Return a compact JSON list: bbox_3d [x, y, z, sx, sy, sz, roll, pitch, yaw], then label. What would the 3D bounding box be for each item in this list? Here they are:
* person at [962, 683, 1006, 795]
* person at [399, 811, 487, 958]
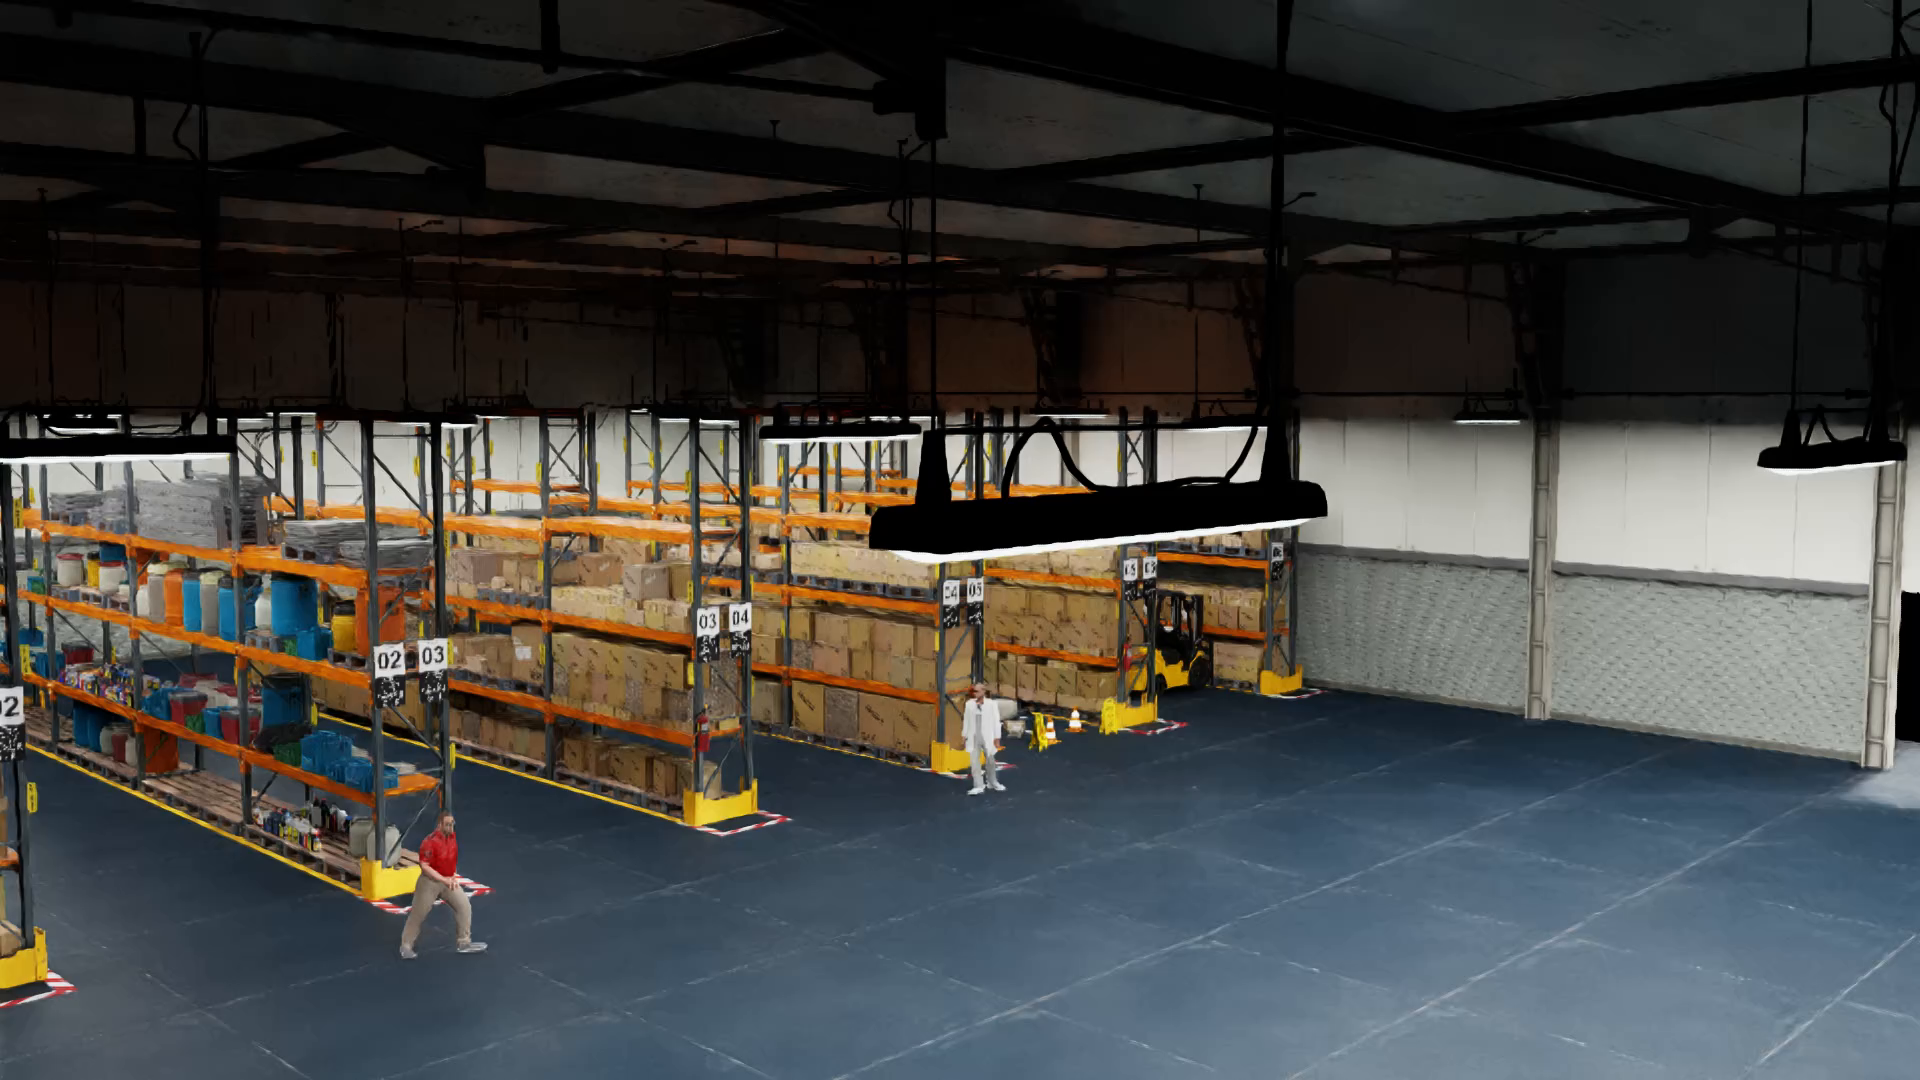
[{"bbox_3d":[0.363,3.125,26.318,0.693,1.772,0.595,1,5,15],"label":"person"},{"bbox_3d":[-5.852,3.840,18.659,0.856,1.658,0.700,3,6,27],"label":"person"}]
